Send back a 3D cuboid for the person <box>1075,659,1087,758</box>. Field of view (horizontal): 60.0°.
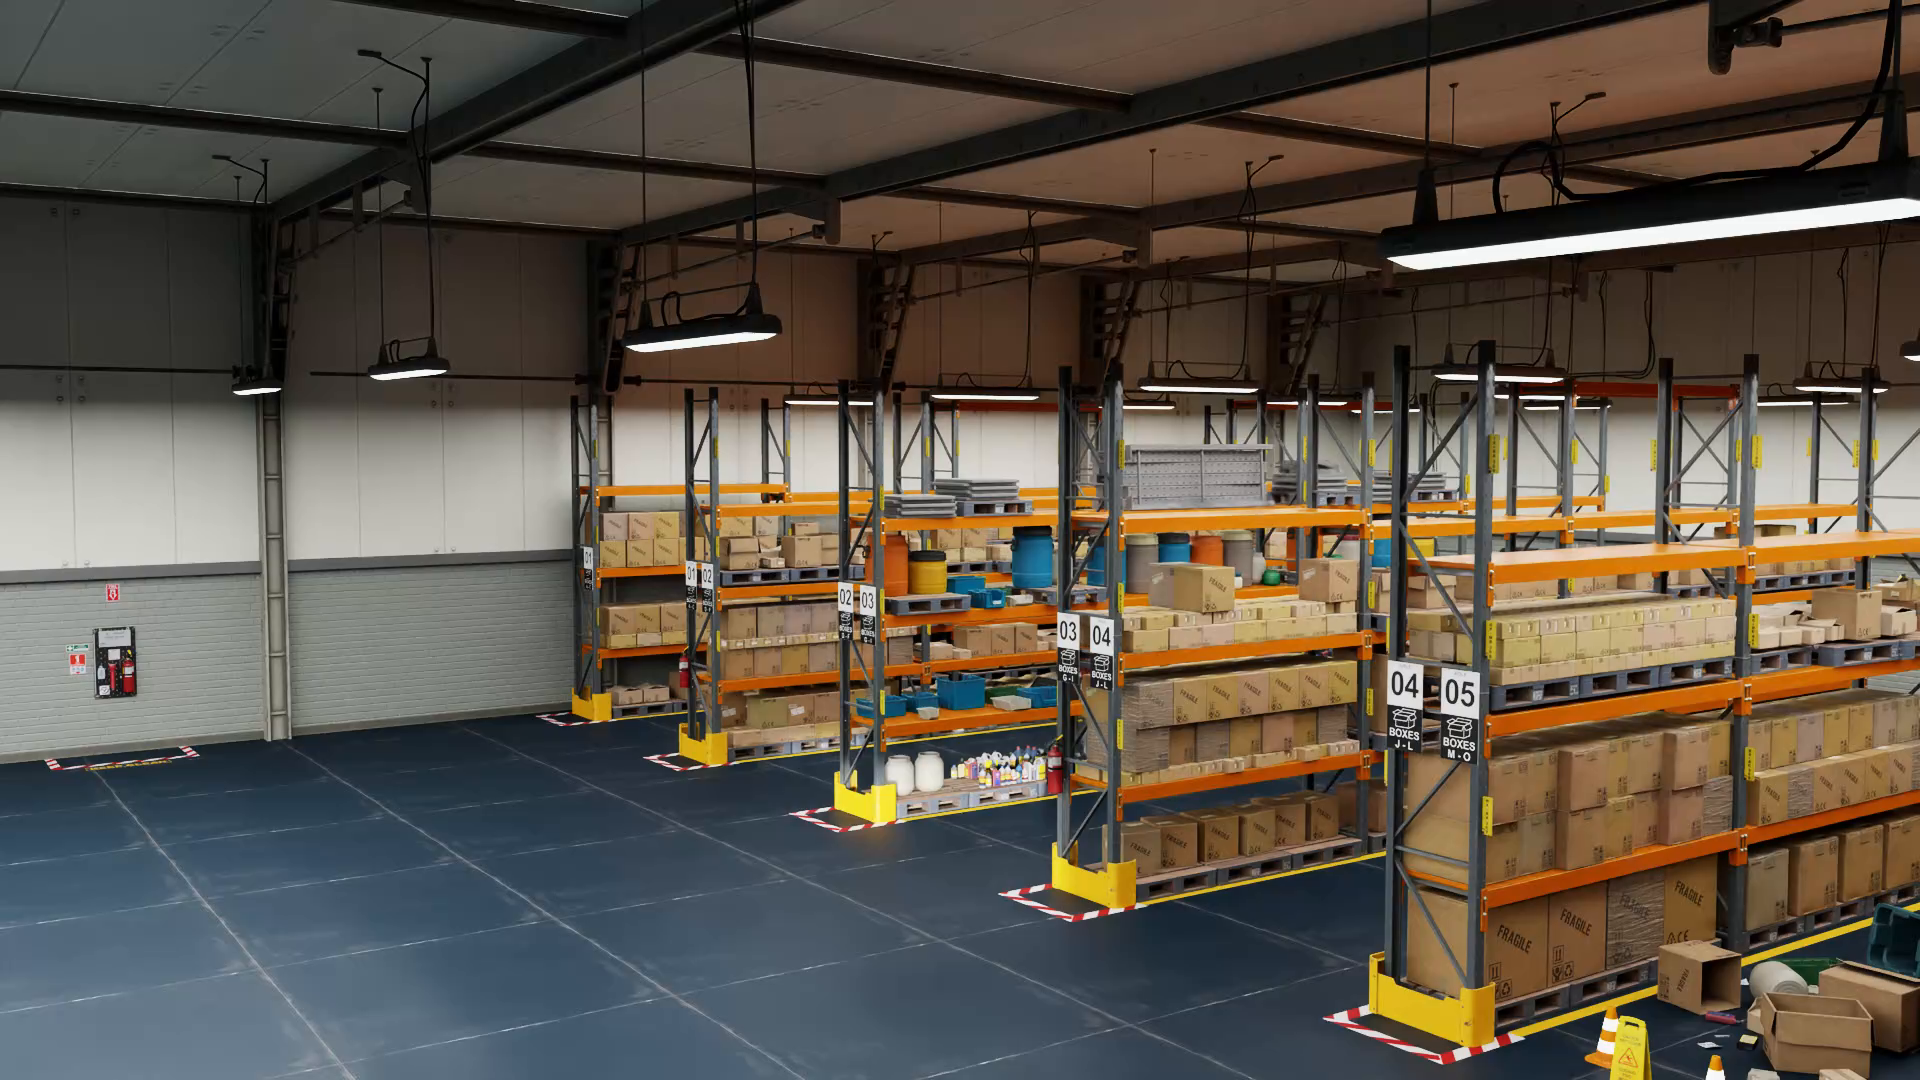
[{"bbox_3d":[1.906,2.723,26.996,0.495,1.722,0.530,1,4,21],"label":"person"}]

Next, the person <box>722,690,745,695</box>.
[{"bbox_3d":[-4.008,2.549,29.012,0.582,1.733,0.423,-3,5,-42],"label":"person"}]
